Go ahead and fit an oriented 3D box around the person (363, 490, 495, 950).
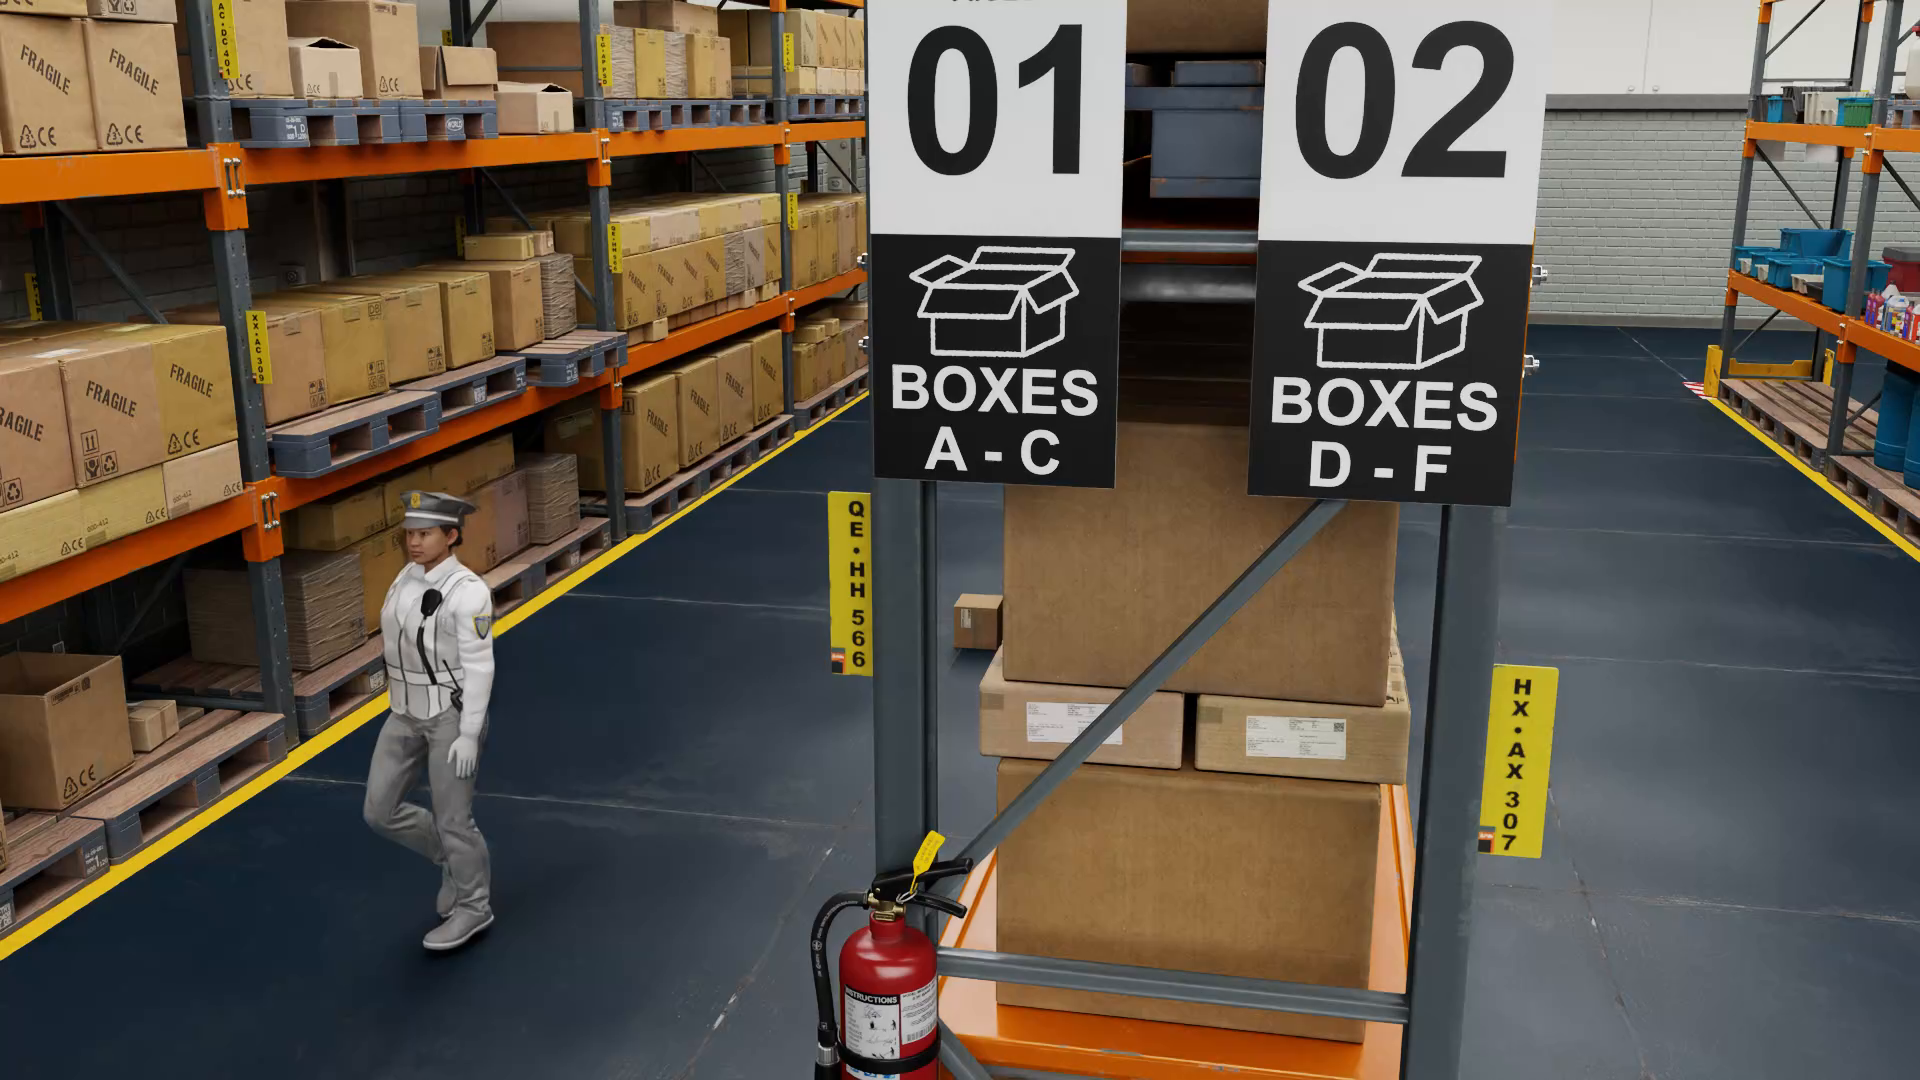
[{"bbox_3d":[-1.875,0.641,5.933,0.501,1.683,0.448,10,18,33],"label":"person"}]
